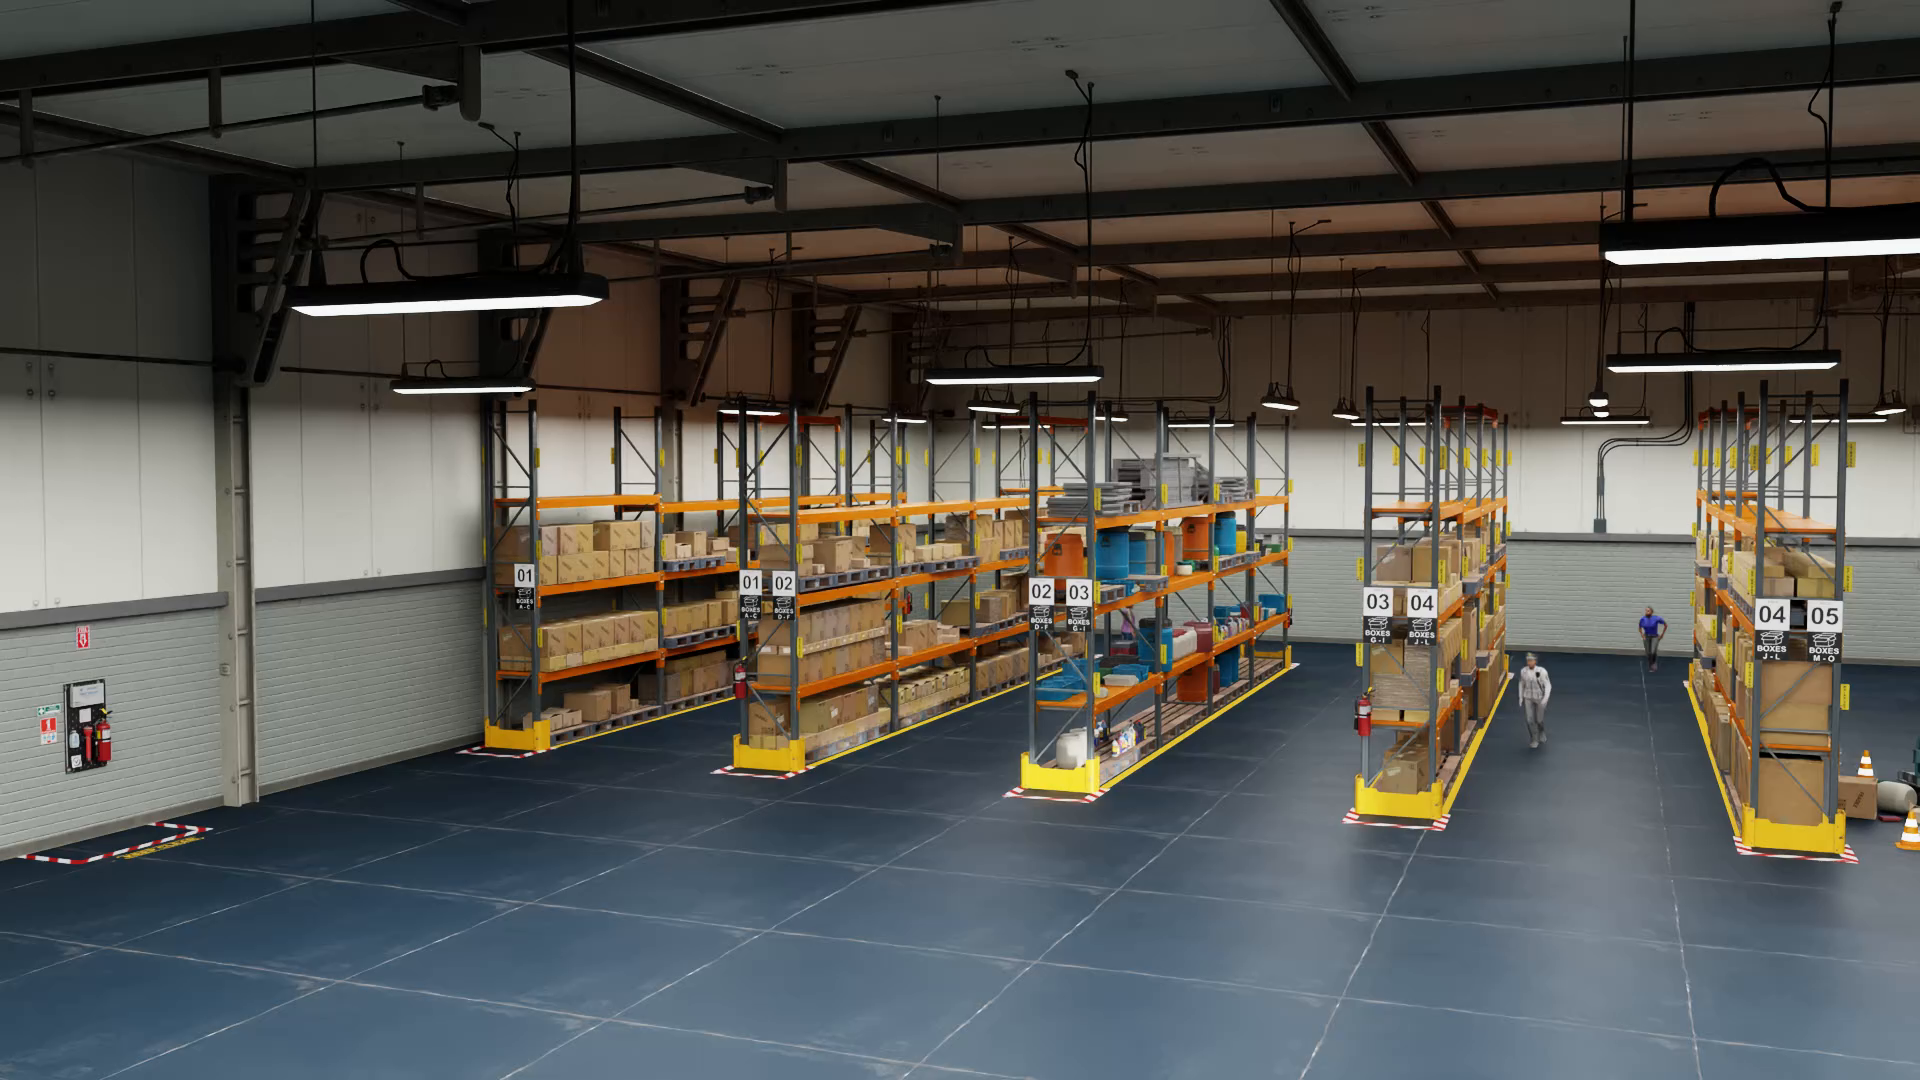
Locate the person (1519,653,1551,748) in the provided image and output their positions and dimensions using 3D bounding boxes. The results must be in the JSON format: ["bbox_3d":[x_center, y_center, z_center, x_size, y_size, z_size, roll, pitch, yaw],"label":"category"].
[{"bbox_3d":[10.002,2.758,28.887,0.550,1.654,0.582,2,3,35],"label":"person"}]

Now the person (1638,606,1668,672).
[{"bbox_3d":[16.154,2.318,38.760,0.626,1.553,0.728,2,3,33],"label":"person"}]

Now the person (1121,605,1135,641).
[{"bbox_3d":[3.986,2.228,39.888,0.606,1.594,0.495,0,3,-5],"label":"person"}]
